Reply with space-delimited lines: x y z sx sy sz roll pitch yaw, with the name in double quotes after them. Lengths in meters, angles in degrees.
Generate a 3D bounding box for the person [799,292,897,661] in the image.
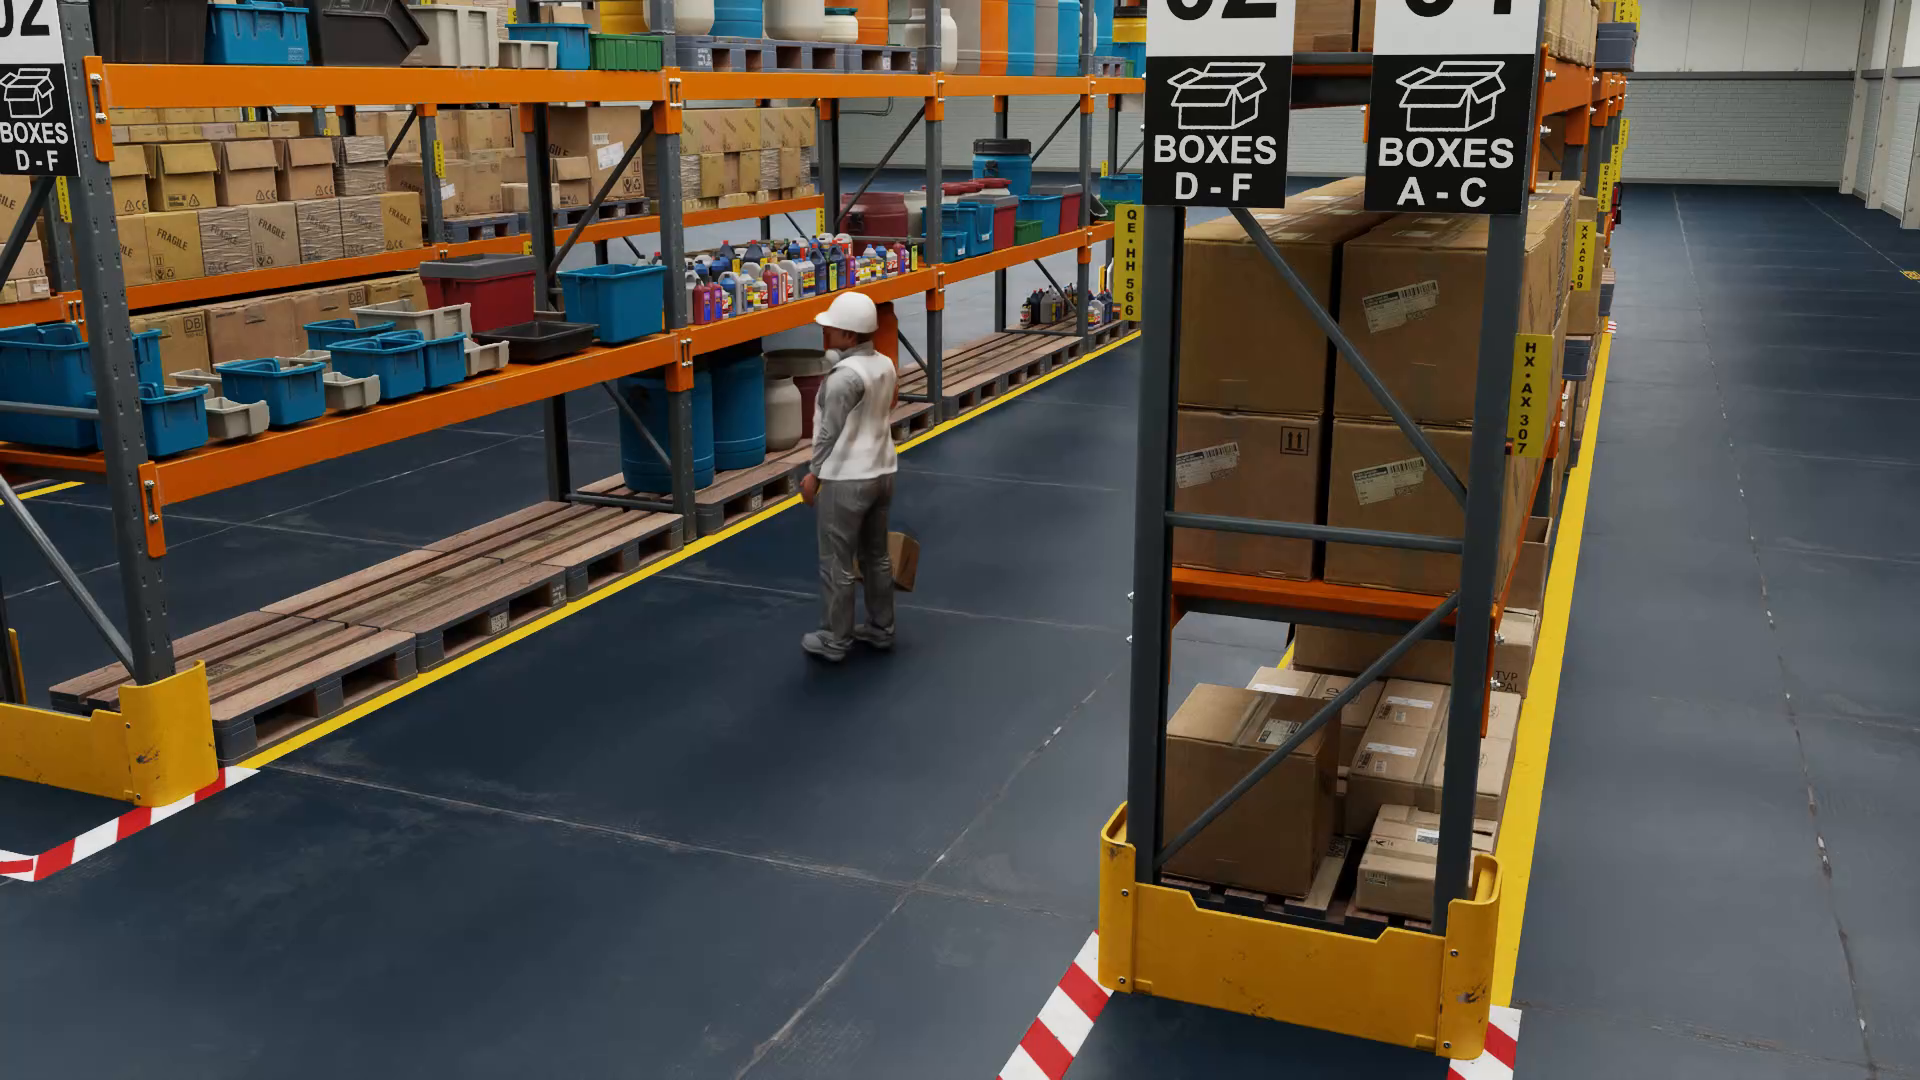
-0.539 -0.303 8.006 0.475 1.778 0.566 7 17 25 "person"
